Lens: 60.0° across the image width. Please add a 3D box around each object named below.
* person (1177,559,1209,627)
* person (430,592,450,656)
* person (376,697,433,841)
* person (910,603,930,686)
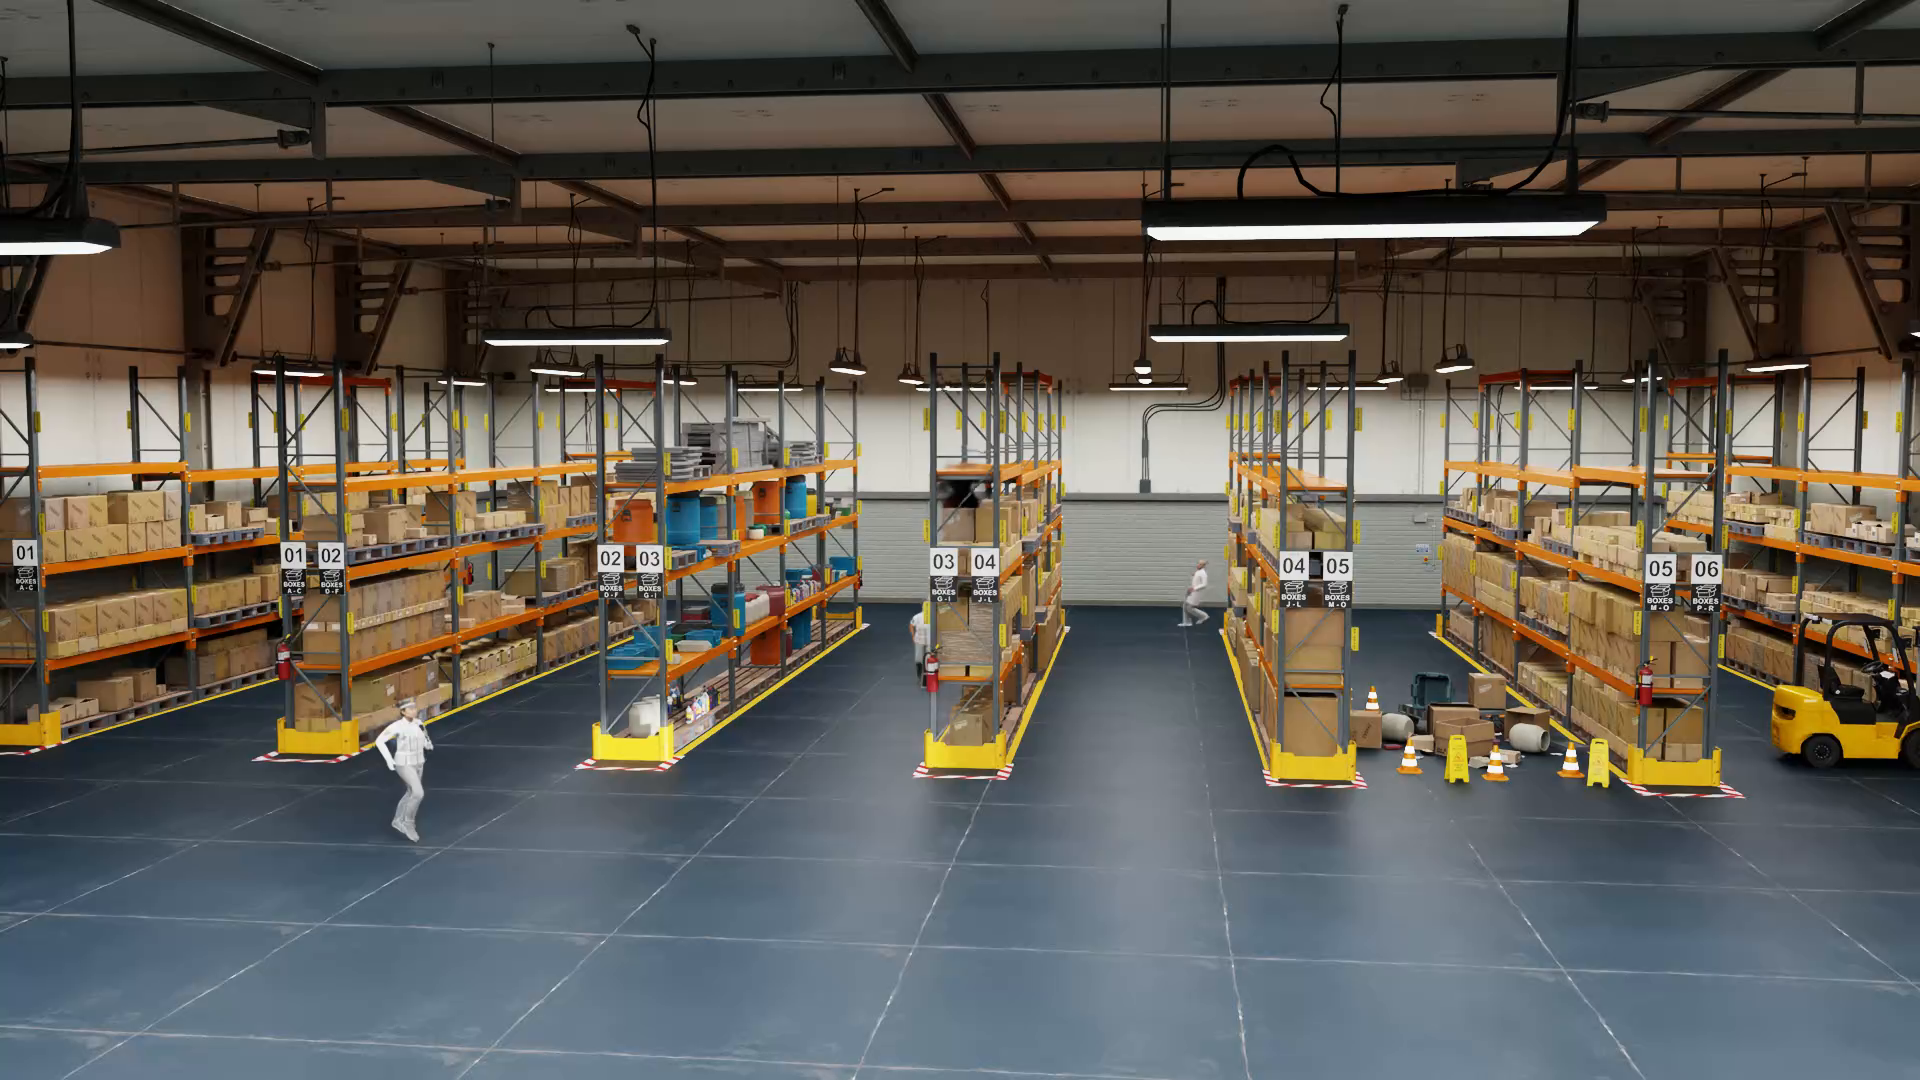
[{"bbox_3d":[5.715,1.311,40.475,0.738,1.703,0.776,0,4,-3],"label":"person"},{"bbox_3d":[-10.765,1.726,34.313,0.638,1.784,0.779,0,4,-5],"label":"person"},{"bbox_3d":[-6.623,2.748,20.025,0.713,1.725,0.579,2,4,25],"label":"person"},{"bbox_3d":[-0.651,1.975,31.383,0.604,1.612,0.595,0,4,-1],"label":"person"}]
